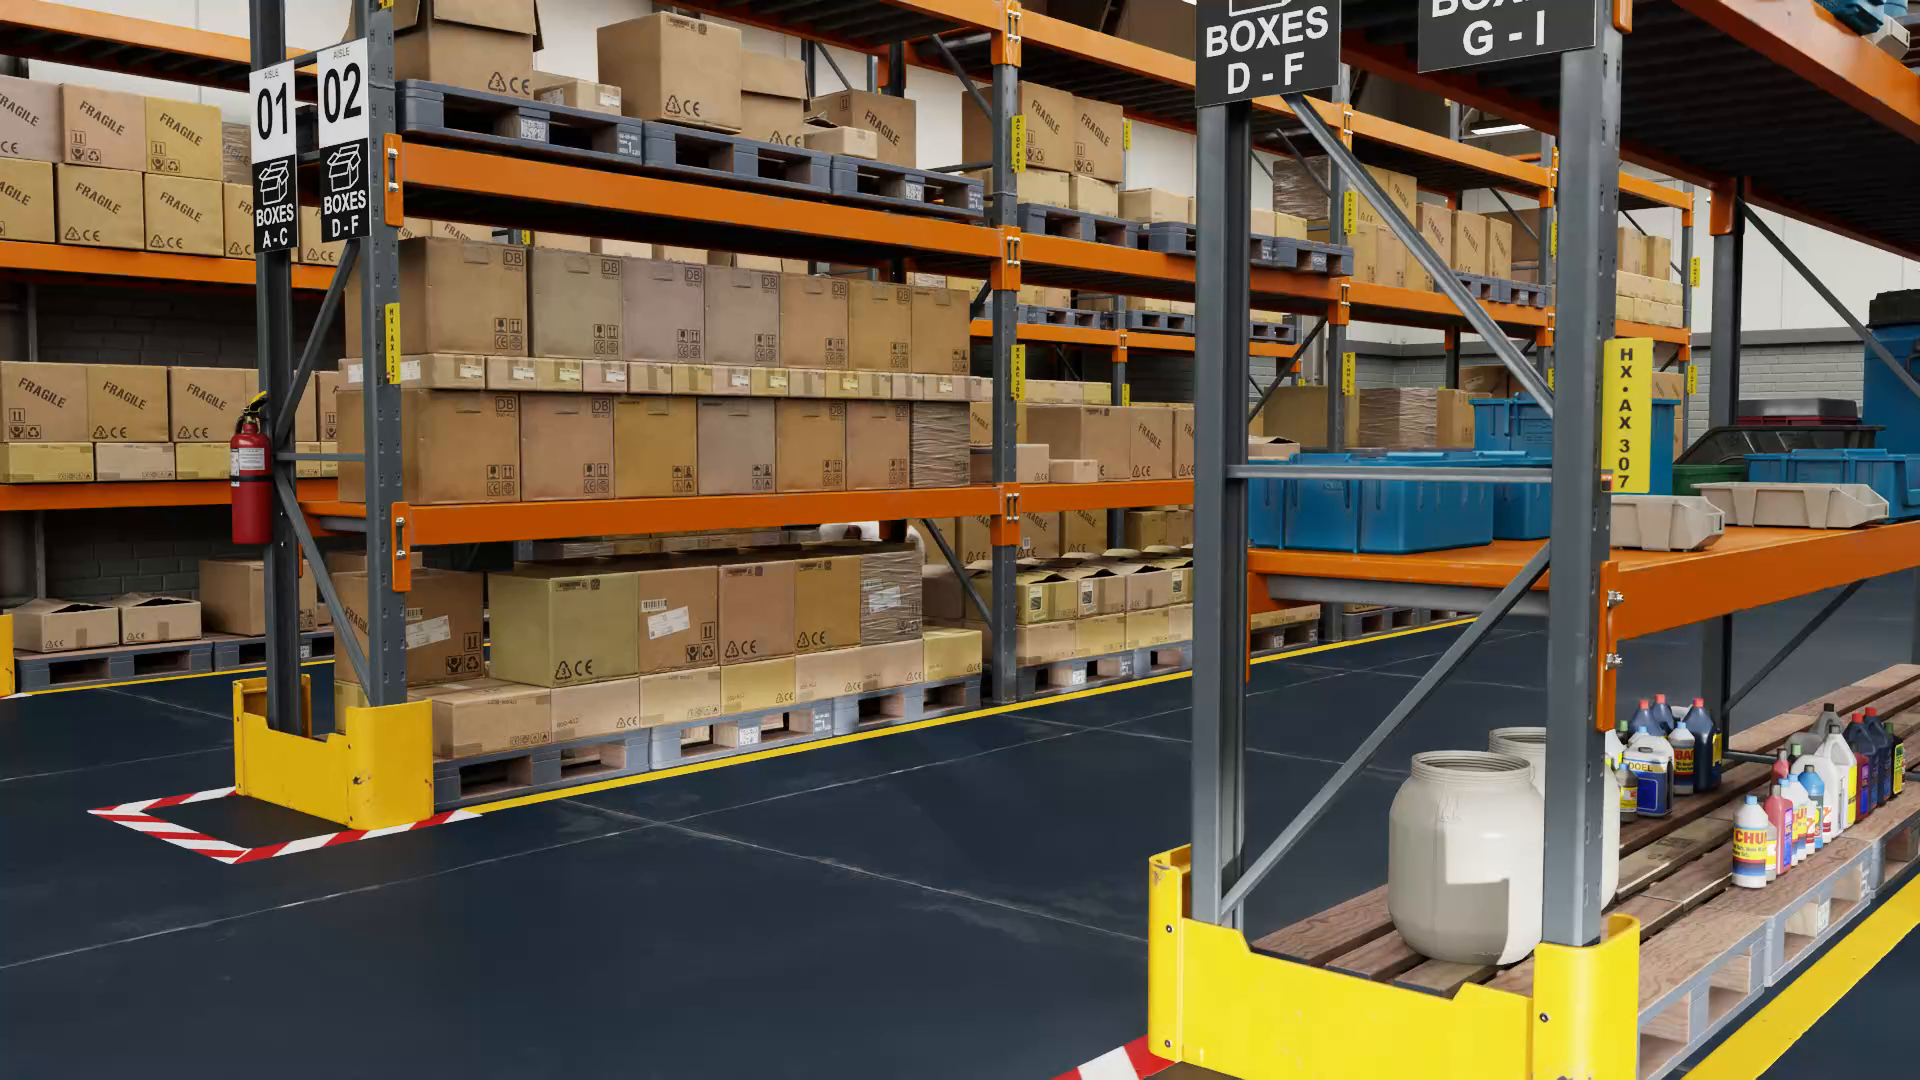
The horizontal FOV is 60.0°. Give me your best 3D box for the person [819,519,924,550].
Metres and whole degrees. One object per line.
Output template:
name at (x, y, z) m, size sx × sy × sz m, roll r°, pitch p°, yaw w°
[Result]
person at (-0.659, 0.258, 11.865) m, size 0.499 × 1.208 × 0.950 m, roll 3°, pitch 5°, yaw 38°
